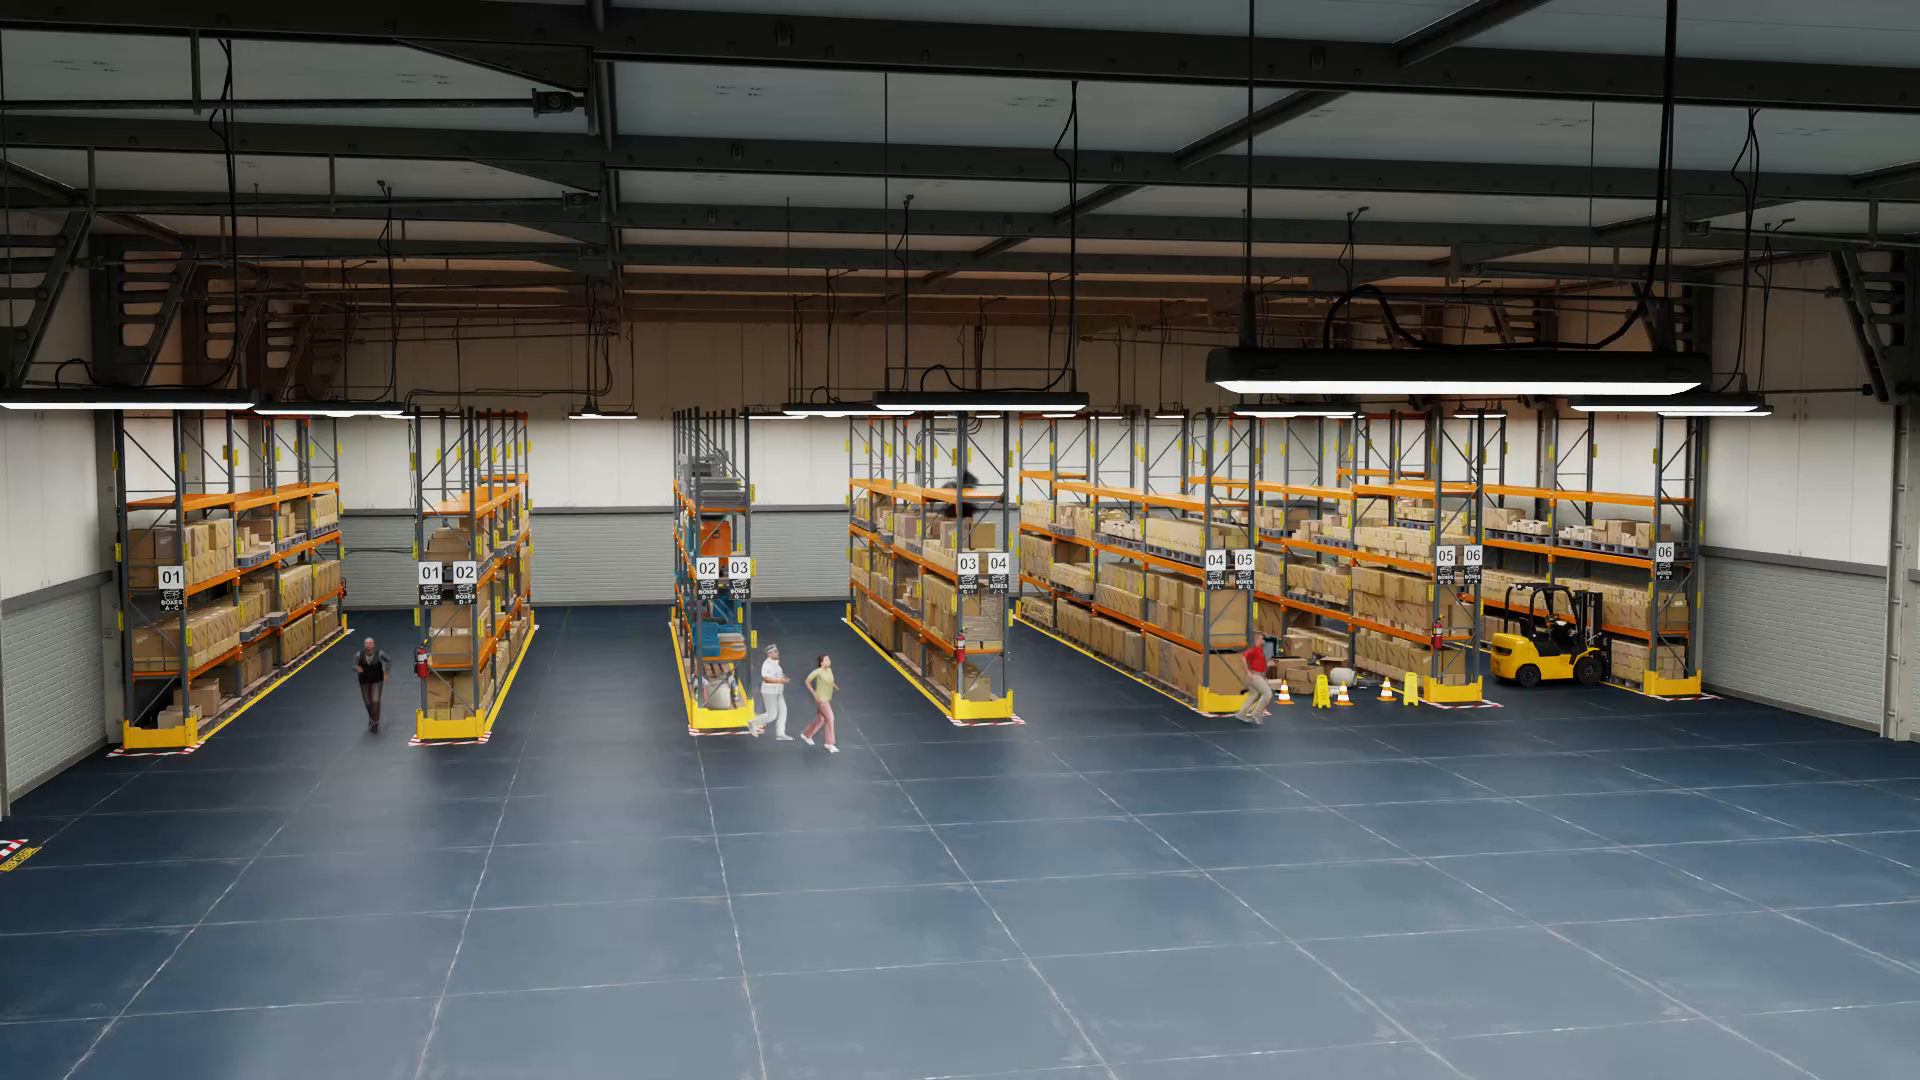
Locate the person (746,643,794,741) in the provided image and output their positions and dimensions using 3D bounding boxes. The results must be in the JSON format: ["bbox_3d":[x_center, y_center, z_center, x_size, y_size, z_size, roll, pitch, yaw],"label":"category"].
[{"bbox_3d":[-3.397,2.718,29.787,0.840,1.749,0.669,1,4,11],"label":"person"}]

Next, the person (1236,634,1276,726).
[{"bbox_3d":[5.618,2.647,31.527,0.738,1.749,0.665,1,4,16],"label":"person"}]

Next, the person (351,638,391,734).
[{"bbox_3d":[-10.927,2.681,30.853,0.679,1.752,0.890,-1,4,-8],"label":"person"}]

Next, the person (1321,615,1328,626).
[{"bbox_3d":[9.940,1.634,45.938,0.618,1.694,0.785,-2,4,-23],"label":"person"}]

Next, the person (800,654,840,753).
[{"bbox_3d":[-2.427,2.822,29.018,0.821,1.712,0.568,2,5,26],"label":"person"}]
